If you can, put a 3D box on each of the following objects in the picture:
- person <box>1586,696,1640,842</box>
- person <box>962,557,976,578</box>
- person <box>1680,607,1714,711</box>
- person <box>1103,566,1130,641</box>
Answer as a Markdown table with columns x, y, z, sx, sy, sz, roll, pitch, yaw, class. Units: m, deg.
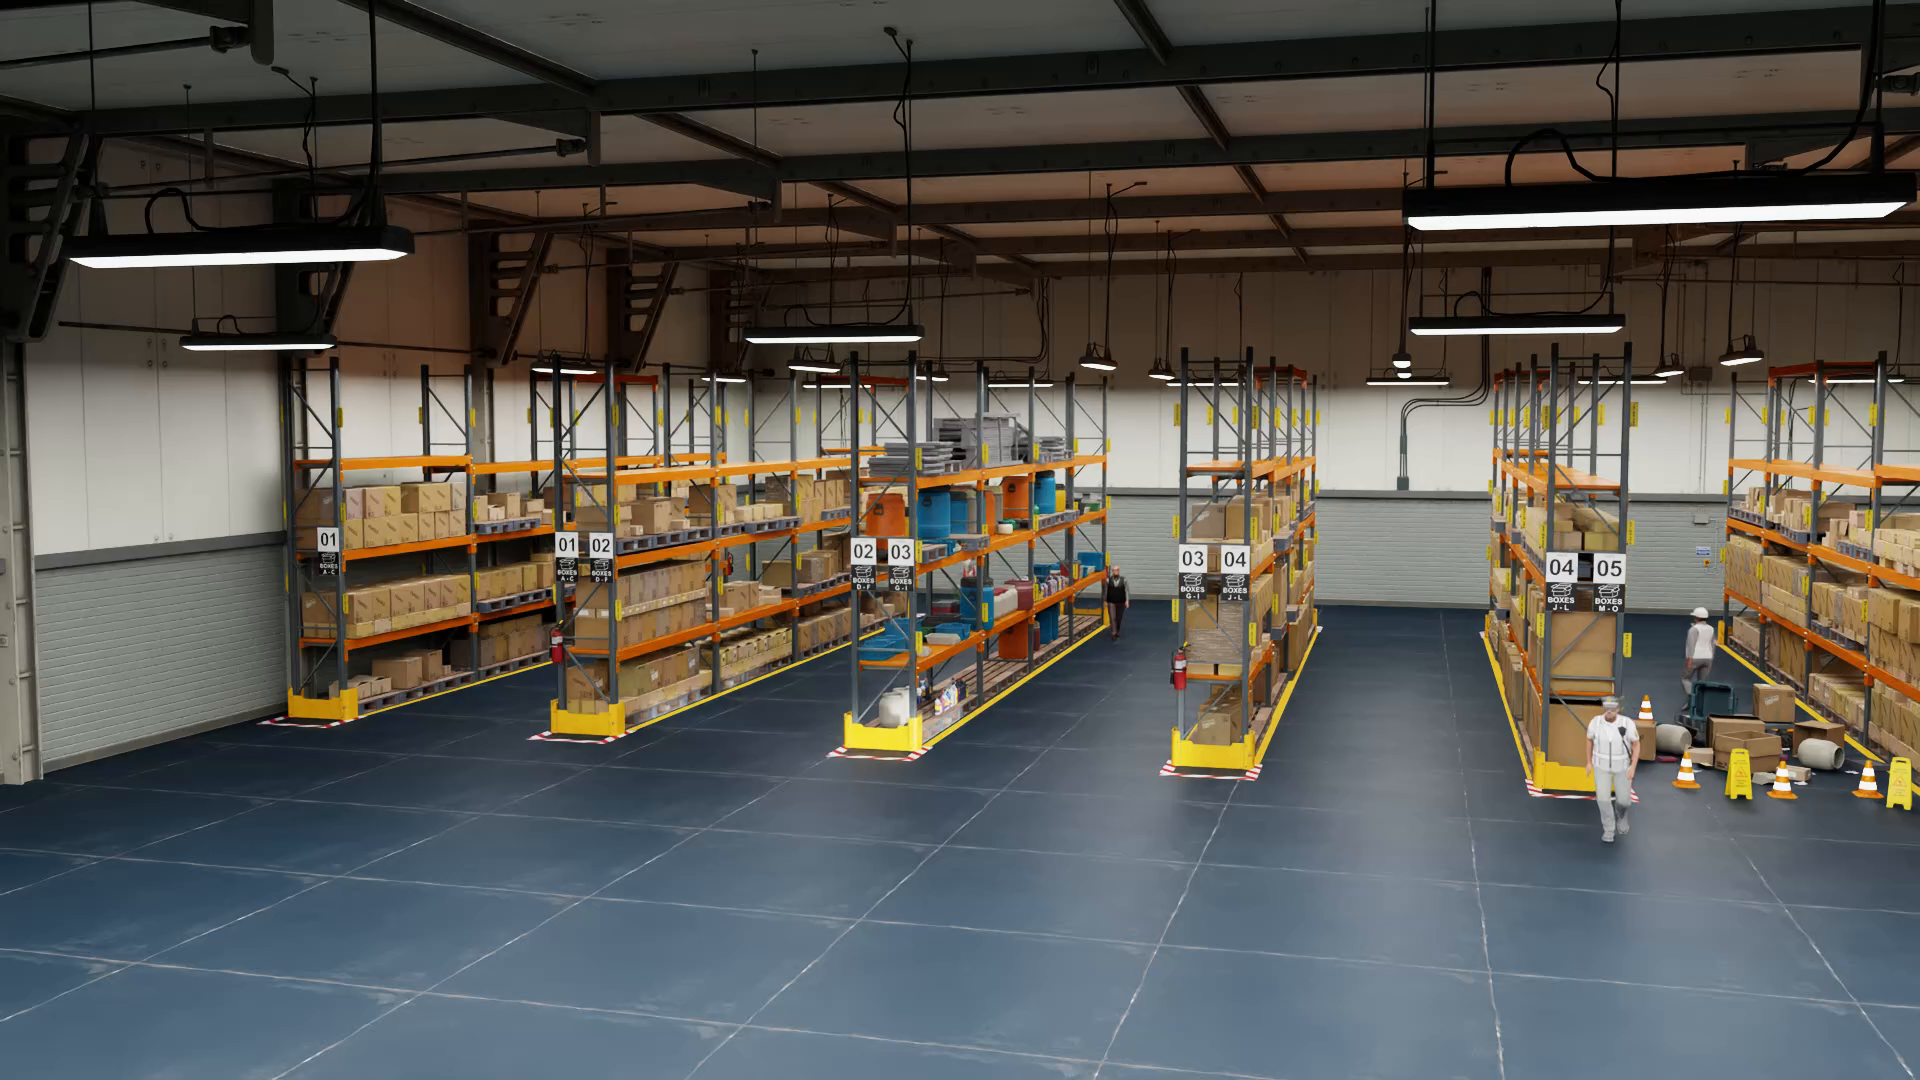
| x | y | z | sx | sy | sz | roll | pitch | yaw | class |
| --- | --- | --- | --- | --- | --- | --- | --- | --- | --- |
| 7.786 | 2.687 | 19.828 | 0.598 | 1.740 | 0.643 | 2 | 5 | 25 | person |
| 0.249 | 1.119 | 40.846 | 0.531 | 1.824 | 0.617 | 0 | 4 | -4 | person |
| 12.603 | 2.042 | 28.338 | 0.549 | 1.791 | 0.447 | -1 | 4 | -7 | person |
| 3.528 | 1.411 | 37.338 | 0.574 | 1.654 | 1.063 | 0 | 4 | -3 | person |
